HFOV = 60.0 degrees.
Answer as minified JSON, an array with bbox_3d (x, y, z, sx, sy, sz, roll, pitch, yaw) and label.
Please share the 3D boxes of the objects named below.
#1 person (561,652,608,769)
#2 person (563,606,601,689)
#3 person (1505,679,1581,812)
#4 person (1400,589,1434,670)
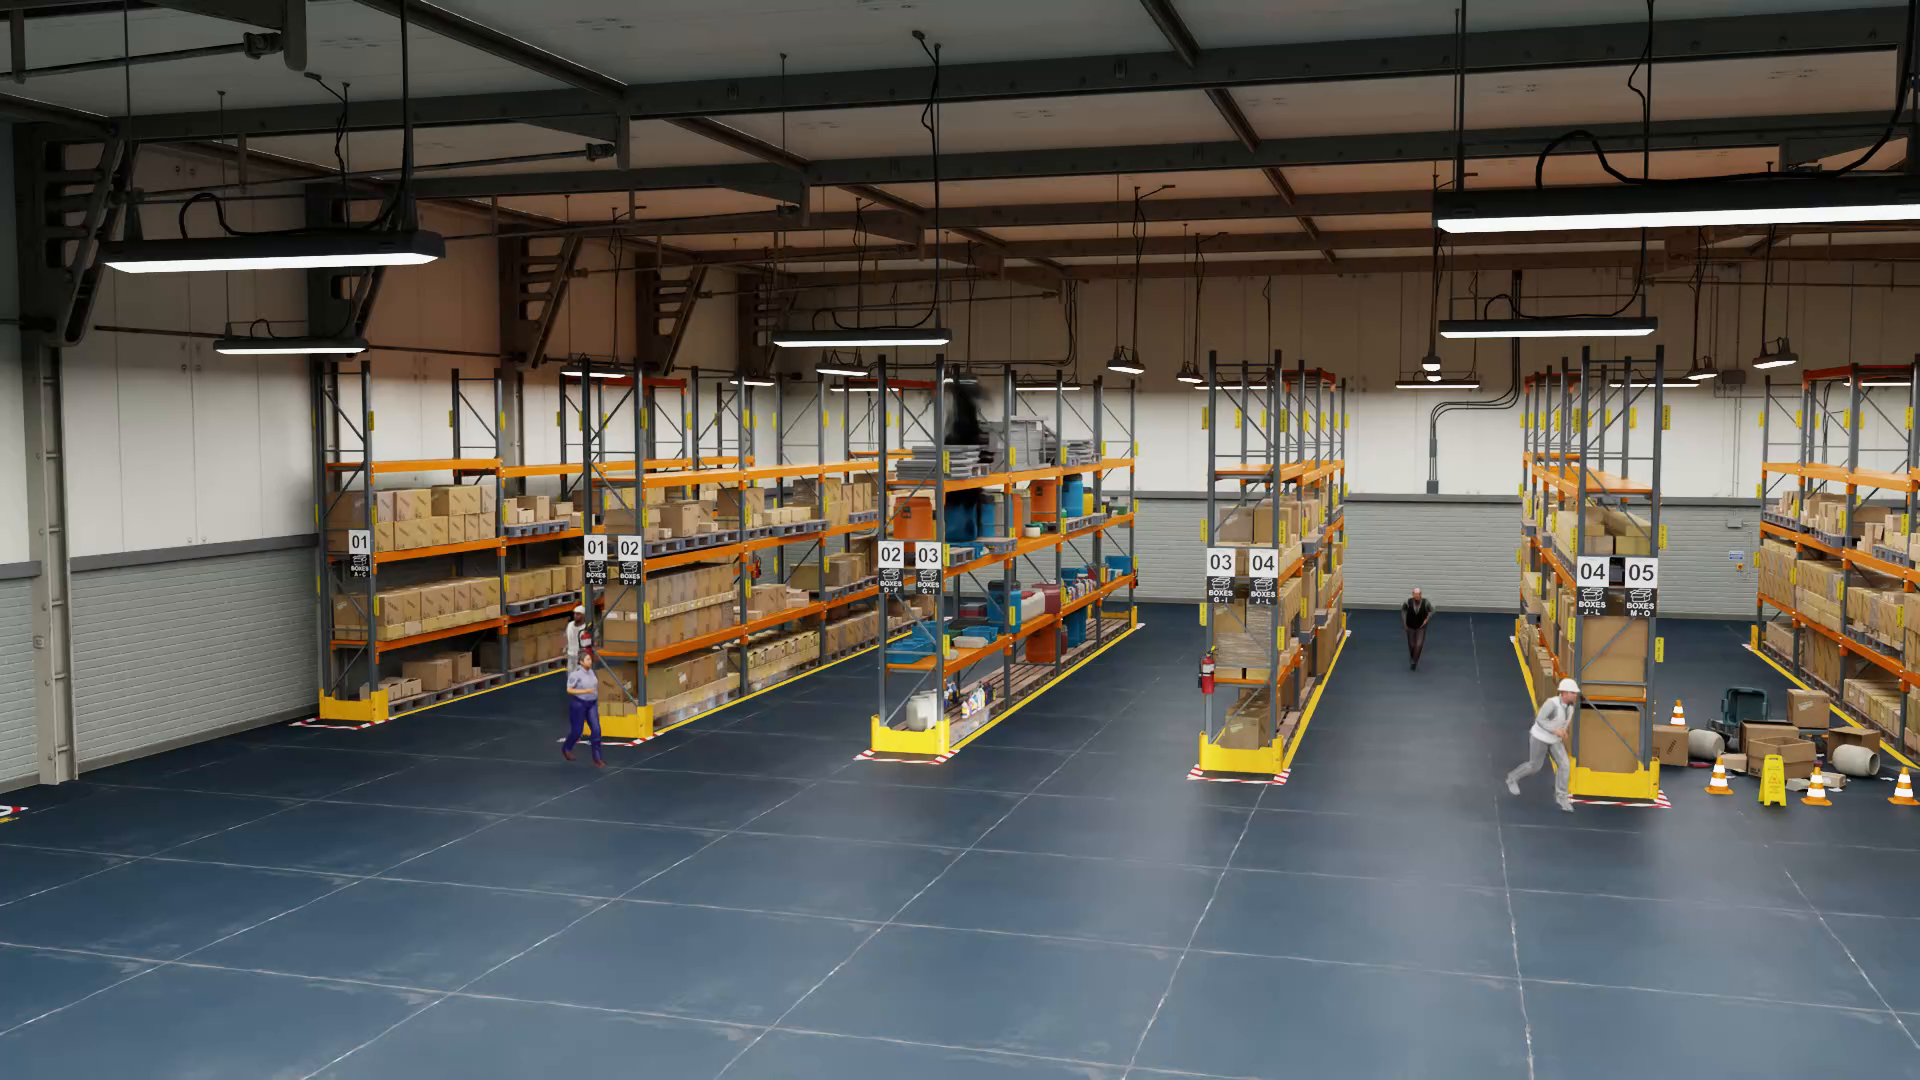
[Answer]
[{"bbox_3d":[-5.490,2.463,24.105,0.864,1.682,0.586,3,5,35],"label":"person"},{"bbox_3d":[-6.726,2.040,29.416,0.685,1.737,0.603,1,4,15],"label":"person"},{"bbox_3d":[7.613,2.625,21.698,0.699,1.728,1.048,-3,5,-40],"label":"person"},{"bbox_3d":[9.262,1.791,33.723,0.657,1.666,0.835,1,4,11],"label":"person"}]
